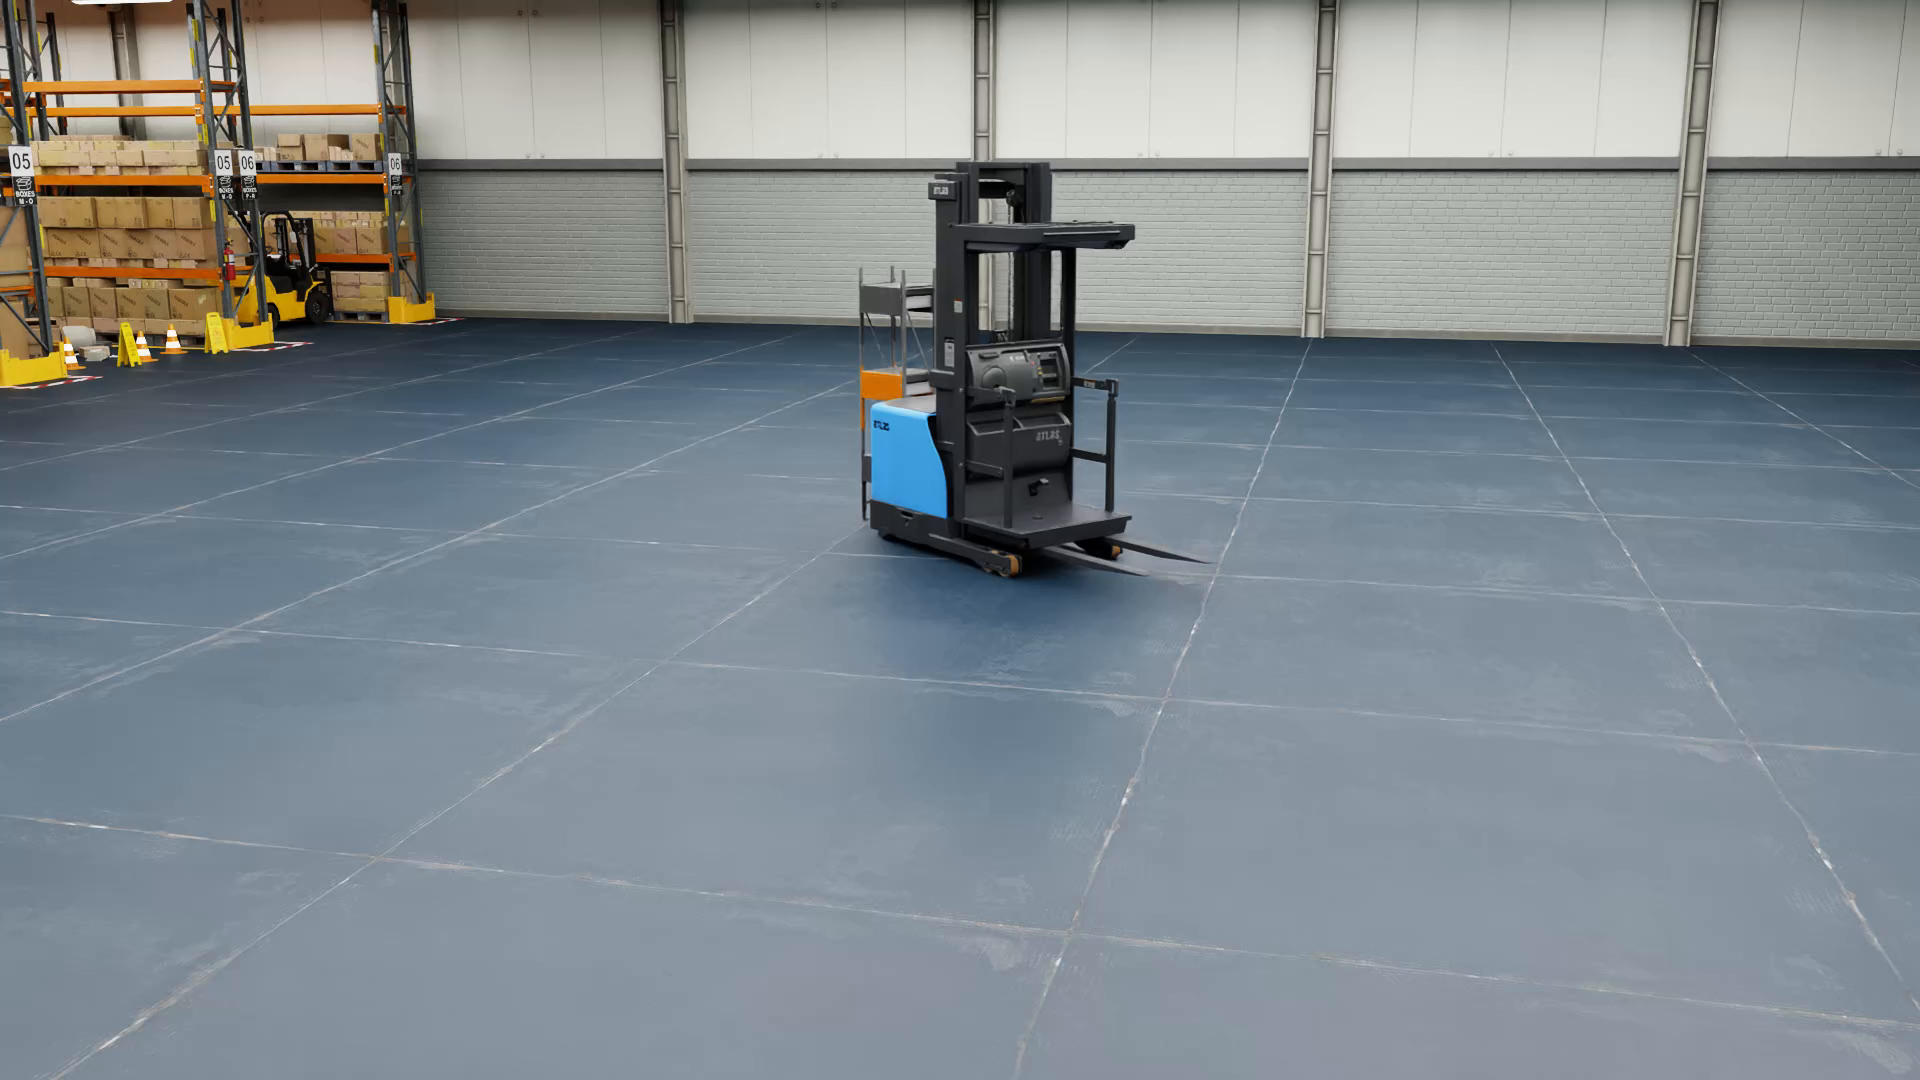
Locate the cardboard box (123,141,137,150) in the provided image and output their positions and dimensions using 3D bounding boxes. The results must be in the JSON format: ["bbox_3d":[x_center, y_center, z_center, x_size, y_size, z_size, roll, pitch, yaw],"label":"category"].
[{"bbox_3d":[-13.561,-6.503,27.433,0.250,0.149,0.380,3,13,12],"label":"cardboard box"}]

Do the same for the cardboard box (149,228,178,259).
[{"bbox_3d":[-13.029,-4.920,27.565,0.500,0.500,0.500,3,13,14],"label":"cardboard box"}]

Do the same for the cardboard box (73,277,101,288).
[{"bbox_3d":[-14.720,-4.349,28.058,0.250,0.149,0.380,4,13,16],"label":"cardboard box"}]

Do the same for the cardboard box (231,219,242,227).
[{"bbox_3d":[-14.151,-6.260,32.798,0.250,0.149,0.380,3,13,15],"label":"cardboard box"}]

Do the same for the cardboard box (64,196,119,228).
[{"bbox_3d":[-14.488,-5.487,27.813,0.500,0.500,0.700,3,13,12],"label":"cardboard box"}]

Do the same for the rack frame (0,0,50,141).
[{"bbox_3d":[-15.835,-7.865,27.906,0.127,3.000,1.000,3,13,14],"label":"rack frame"}]

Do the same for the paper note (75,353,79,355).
[{"bbox_3d":[-14.135,-2.979,26.619,0.142,0.019,0.148,8,15,33],"label":"paper note"}]

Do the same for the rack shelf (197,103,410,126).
[{"bbox_3d":[-12.707,-8.258,32.265,4.000,0.370,1.077,3,13,14],"label":"rack shelf"}]

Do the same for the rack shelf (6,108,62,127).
[{"bbox_3d":[-20.474,-8.674,34.137,4.000,0.370,1.077,3,13,14],"label":"rack shelf"}]

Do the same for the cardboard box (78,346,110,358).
[{"bbox_3d":[-13.707,-2.980,26.321,0.250,0.149,0.380,12,17,43],"label":"cardboard box"}]

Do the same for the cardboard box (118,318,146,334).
[{"bbox_3d":[-13.811,-3.631,28.053,0.500,0.250,0.500,3,13,12],"label":"cardboard box"}]

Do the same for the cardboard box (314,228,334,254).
[{"bbox_3d":[-12.305,-5.847,32.431,0.500,0.500,0.500,3,13,12],"label":"cardboard box"}]

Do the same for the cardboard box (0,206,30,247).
[{"bbox_3d":[-13.390,-4.310,22.895,0.550,0.550,0.875,3,13,14],"label":"cardboard box"}]

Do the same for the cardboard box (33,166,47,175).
[{"bbox_3d":[-15.351,-6.184,27.836,0.250,0.149,0.380,3,13,14],"label":"cardboard box"}]

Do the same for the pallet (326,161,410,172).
[{"bbox_3d":[-11.446,-7.236,32.201,1.213,0.211,1.003,3,13,14],"label":"pallet"}]

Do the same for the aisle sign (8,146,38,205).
[{"bbox_3d":[-12.898,-5.011,22.891,0.004,0.787,0.394,3,13,14],"label":"aisle sign"}]

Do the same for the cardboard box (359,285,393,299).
[{"bbox_3d":[-11.313,-4.839,32.342,0.500,0.250,0.500,3,13,13],"label":"cardboard box"}]

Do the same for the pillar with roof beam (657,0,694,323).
[{"bbox_3d":[-6.432,-7.710,27.210,0.400,9.000,9.100,3,13,14],"label":"pillar with roof beam"}]

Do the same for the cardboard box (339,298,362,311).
[{"bbox_3d":[-11.778,-4.621,32.514,0.500,0.250,0.500,3,13,14],"label":"cardboard box"}]

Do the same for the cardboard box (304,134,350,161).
[{"bbox_3d":[-12.224,-7.585,32.141,0.500,0.500,0.700,3,13,14],"label":"cardboard box"}]

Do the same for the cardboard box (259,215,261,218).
[{"bbox_3d":[-13.660,-6.371,32.608,0.250,0.149,0.380,3,13,15],"label":"cardboard box"}]

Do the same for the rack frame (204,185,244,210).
[{"bbox_3d":[-14.649,-5.980,33.262,0.127,3.000,1.000,3,13,14],"label":"rack frame"}]

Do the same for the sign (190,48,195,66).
[{"bbox_3d":[-14.767,-9.289,31.985,0.005,0.325,0.100,3,13,14],"label":"sign"}]

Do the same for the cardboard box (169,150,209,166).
[{"bbox_3d":[-12.513,-6.235,27.144,0.500,0.250,0.500,3,13,13],"label":"cardboard box"}]

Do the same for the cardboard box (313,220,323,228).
[{"bbox_3d":[-12.421,-6.158,32.337,0.250,0.149,0.380,3,13,14],"label":"cardboard box"}]

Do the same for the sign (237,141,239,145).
[{"bbox_3d":[-14.518,-7.852,33.399,0.005,0.325,0.100,3,13,14],"label":"sign"}]

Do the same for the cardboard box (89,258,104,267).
[{"bbox_3d":[-14.366,-4.661,27.897,0.250,0.149,0.380,3,13,14],"label":"cardboard box"}]

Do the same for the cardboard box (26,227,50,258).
[{"bbox_3d":[-15.474,-5.049,28.146,0.500,0.500,0.500,3,13,13],"label":"cardboard box"}]

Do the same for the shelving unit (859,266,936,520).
[{"bbox_3d":[-0.505,-1.187,13.736,0.503,2.100,0.431,11,17,41],"label":"shelving unit"}]

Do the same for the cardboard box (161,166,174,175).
[{"bbox_3d":[-12.864,-6.057,27.263,0.250,0.149,0.380,3,13,15],"label":"cardboard box"}]

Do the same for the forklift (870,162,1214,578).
[{"bbox_3d":[0.574,-1.279,12.232,1.130,2.935,3.031,-9,16,-37],"label":"forklift"}]

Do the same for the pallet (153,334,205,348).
[{"bbox_3d":[-12.805,-3.421,28.164,1.213,0.211,1.003,3,13,14],"label":"pallet"}]

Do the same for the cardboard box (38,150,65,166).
[{"bbox_3d":[-14.970,-6.367,27.741,0.500,0.250,0.500,3,13,13],"label":"cardboard box"}]

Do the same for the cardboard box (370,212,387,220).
[{"bbox_3d":[-11.164,-6.257,32.097,0.250,0.149,0.380,3,13,14],"label":"cardboard box"}]

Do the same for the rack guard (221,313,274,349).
[{"bbox_3d":[-12.025,-3.512,27.909,0.348,0.500,1.175,3,13,14],"label":"rack guard"}]

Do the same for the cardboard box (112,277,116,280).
[{"bbox_3d":[-17.294,-5.166,34.105,0.625,0.625,0.875,3,13,15],"label":"cardboard box"}]

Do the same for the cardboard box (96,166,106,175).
[{"bbox_3d":[-14.091,-6.130,27.591,0.250,0.149,0.380,3,13,14],"label":"cardboard box"}]

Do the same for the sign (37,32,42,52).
[{"bbox_3d":[-15.687,-8.473,28.307,0.005,0.325,0.100,3,13,14],"label":"sign"}]

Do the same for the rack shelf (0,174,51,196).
[{"bbox_3d":[-17.776,-6.153,28.777,4.000,0.370,1.077,3,13,14],"label":"rack shelf"}]

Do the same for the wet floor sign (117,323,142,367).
[{"bbox_3d":[-12.537,-2.948,25.030,0.232,0.644,0.267,1,13,4],"label":"wet floor sign"}]

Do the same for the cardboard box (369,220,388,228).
[{"bbox_3d":[-11.169,-6.097,32.061,0.250,0.149,0.380,3,13,14],"label":"cardboard box"}]

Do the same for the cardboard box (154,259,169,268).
[{"bbox_3d":[-13.139,-4.595,27.598,0.250,0.149,0.380,3,13,15],"label":"cardboard box"}]

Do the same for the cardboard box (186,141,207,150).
[{"bbox_3d":[-12.350,-6.415,27.036,0.250,0.149,0.380,3,13,14],"label":"cardboard box"}]

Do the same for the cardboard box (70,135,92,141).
[{"bbox_3d":[-17.374,-7.861,33.382,0.500,0.500,0.700,3,13,12],"label":"cardboard box"}]

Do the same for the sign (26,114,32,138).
[{"bbox_3d":[-12.900,-5.728,23.002,0.005,0.325,0.100,3,13,14],"label":"sign"}]

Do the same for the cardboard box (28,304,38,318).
[{"bbox_3d":[-16.345,-3.885,28.916,0.625,0.372,0.950,3,13,14],"label":"cardboard box"}]

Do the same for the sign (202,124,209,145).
[{"bbox_3d":[-12.104,-6.509,26.678,0.005,0.325,0.100,3,13,14],"label":"sign"}]

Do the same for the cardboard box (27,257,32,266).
[{"bbox_3d":[-15.606,-4.730,28.206,0.250,0.149,0.380,3,13,13],"label":"cardboard box"}]

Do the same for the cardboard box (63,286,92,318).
[{"bbox_3d":[-14.804,-4.052,28.219,0.500,0.500,0.500,4,13,16],"label":"cardboard box"}]

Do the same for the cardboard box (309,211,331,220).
[{"bbox_3d":[-12.427,-6.303,32.300,0.250,0.149,0.380,3,13,15],"label":"cardboard box"}]

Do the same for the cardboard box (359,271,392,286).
[{"bbox_3d":[-11.287,-5.081,32.282,0.500,0.250,0.500,4,13,15],"label":"cardboard box"}]

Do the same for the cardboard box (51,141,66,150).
[{"bbox_3d":[-14.845,-6.540,27.599,0.250,0.149,0.380,3,13,13],"label":"cardboard box"}]

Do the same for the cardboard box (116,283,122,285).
[{"bbox_3d":[-14.702,-4.164,28.726,0.500,0.500,0.500,3,13,15],"label":"cardboard box"}]

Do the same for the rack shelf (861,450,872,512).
[{"bbox_3d":[-0.505,-0.490,13.891,0.480,0.518,0.431,11,17,41],"label":"rack shelf"}]
